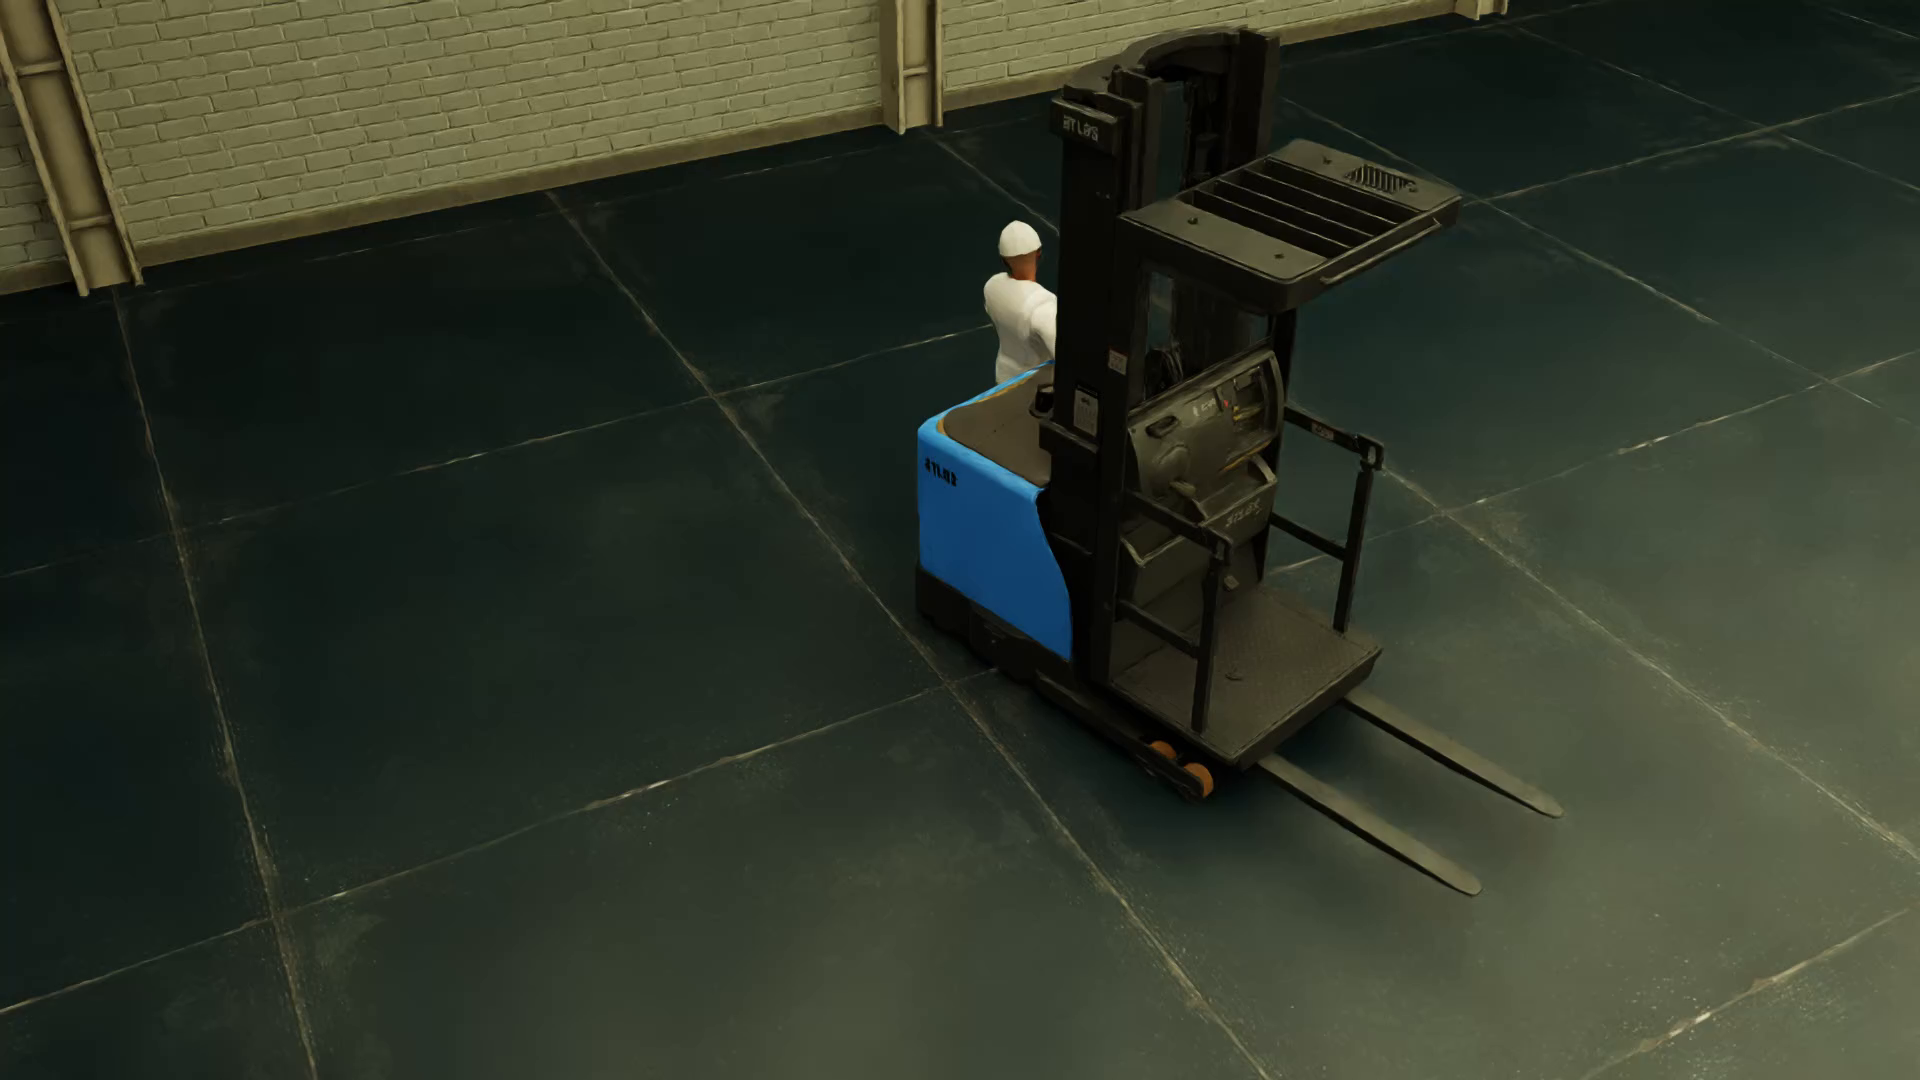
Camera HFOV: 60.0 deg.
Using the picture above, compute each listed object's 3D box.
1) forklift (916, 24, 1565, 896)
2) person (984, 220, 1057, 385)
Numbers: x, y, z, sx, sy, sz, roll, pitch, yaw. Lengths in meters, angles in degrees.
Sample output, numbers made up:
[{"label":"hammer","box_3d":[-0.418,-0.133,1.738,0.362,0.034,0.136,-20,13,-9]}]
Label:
[{"label":"forklift","box_3d":[1.167,-0.421,6.718,1.130,2.935,3.031,-29,44,-34]},{"label":"person","box_3d":[0.456,-0.799,8.365,0.758,1.687,0.857,30,45,35]}]
